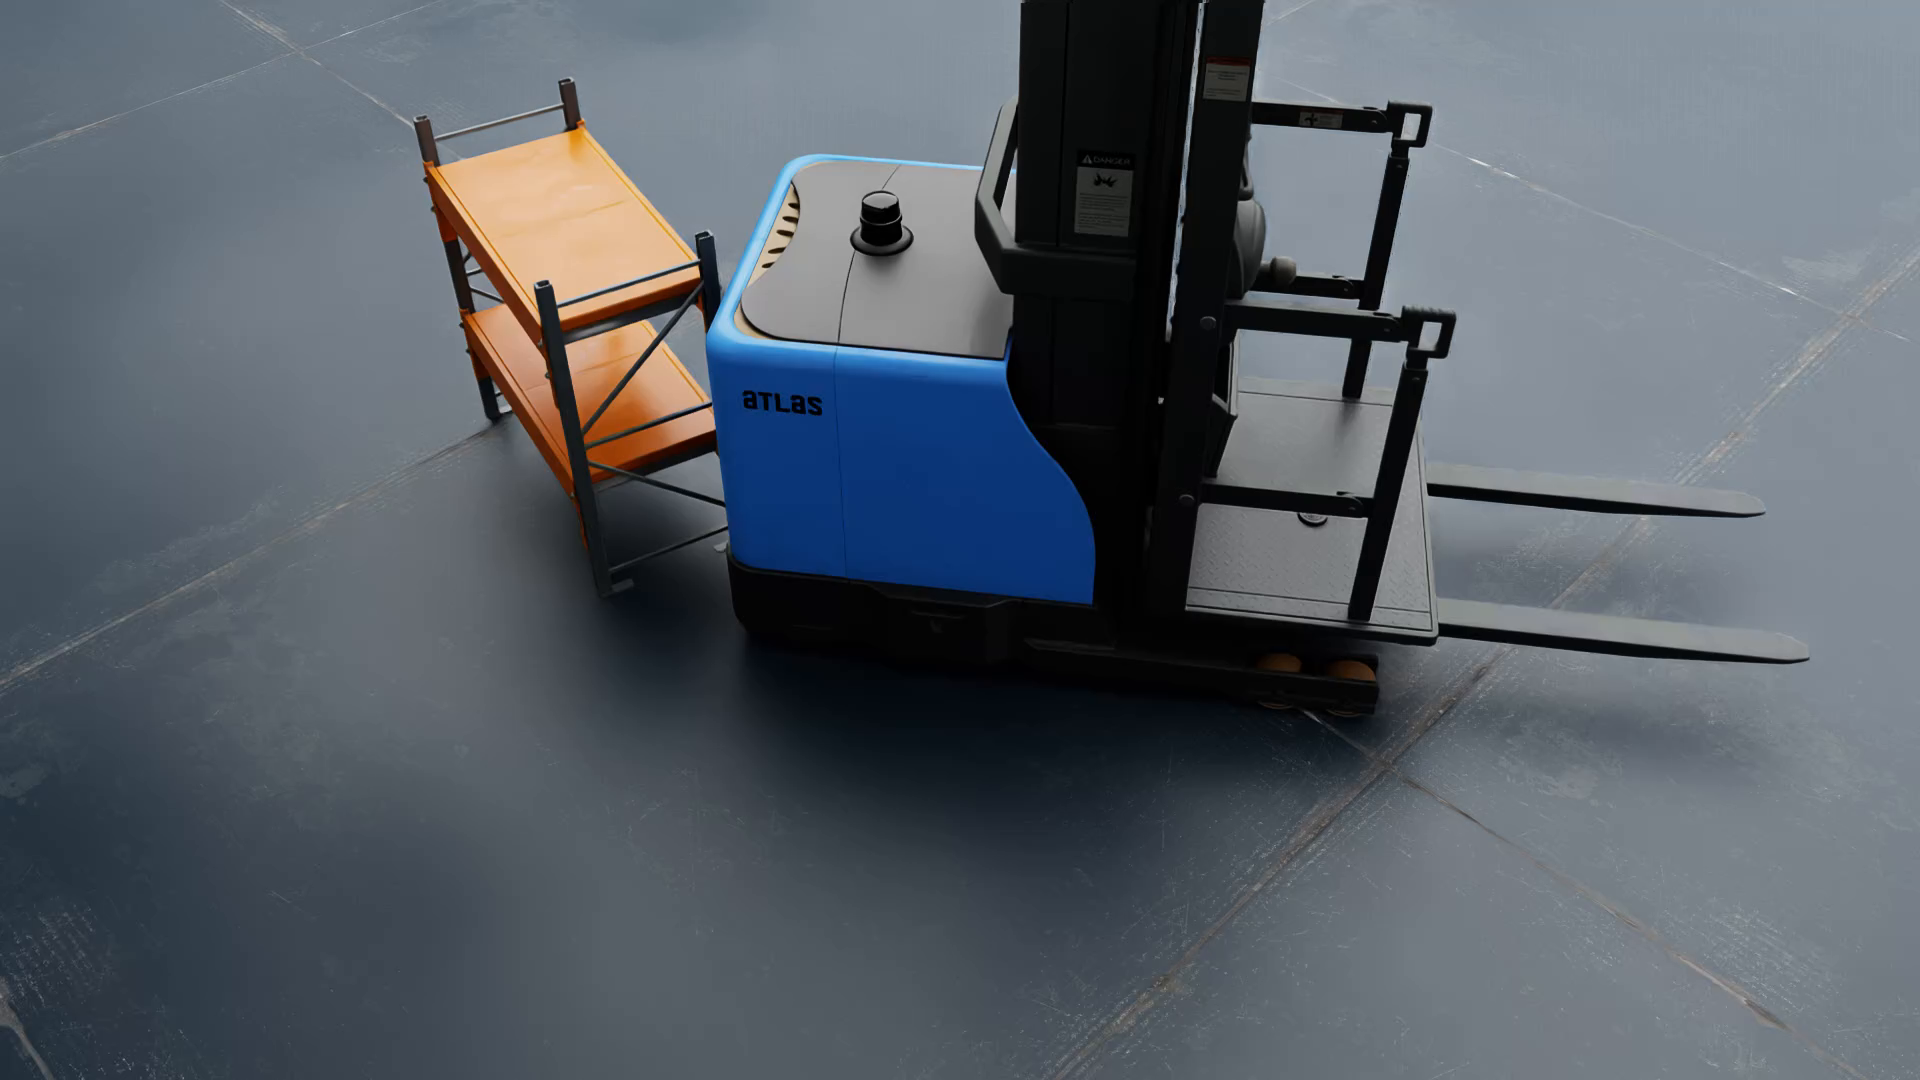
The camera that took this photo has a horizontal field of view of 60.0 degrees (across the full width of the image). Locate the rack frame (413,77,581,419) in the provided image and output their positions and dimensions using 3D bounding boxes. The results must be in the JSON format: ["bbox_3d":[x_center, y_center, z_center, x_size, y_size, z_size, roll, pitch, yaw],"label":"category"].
[{"bbox_3d":[-1.409,-0.923,5.420,0.500,1.125,0.032,-22,47,-22],"label":"rack frame"}]

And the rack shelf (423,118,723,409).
[{"bbox_3d":[-1.148,-0.842,4.901,0.538,0.278,1.000,-22,47,-22],"label":"rack shelf"}]

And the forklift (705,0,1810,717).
[{"bbox_3d":[0.891,-0.965,4.134,3.031,2.935,1.130,6,43,6],"label":"forklift"}]

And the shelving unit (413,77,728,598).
[{"bbox_3d":[-1.148,-0.627,5.100,0.538,1.125,1.048,-22,47,-22],"label":"shelving unit"}]

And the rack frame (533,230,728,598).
[{"bbox_3d":[-0.886,-0.331,4.780,0.500,1.125,0.032,-22,47,-22],"label":"rack frame"}]

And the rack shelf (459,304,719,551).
[{"bbox_3d":[-1.148,-0.447,5.266,0.538,0.278,1.000,-22,47,-22],"label":"rack shelf"}]
